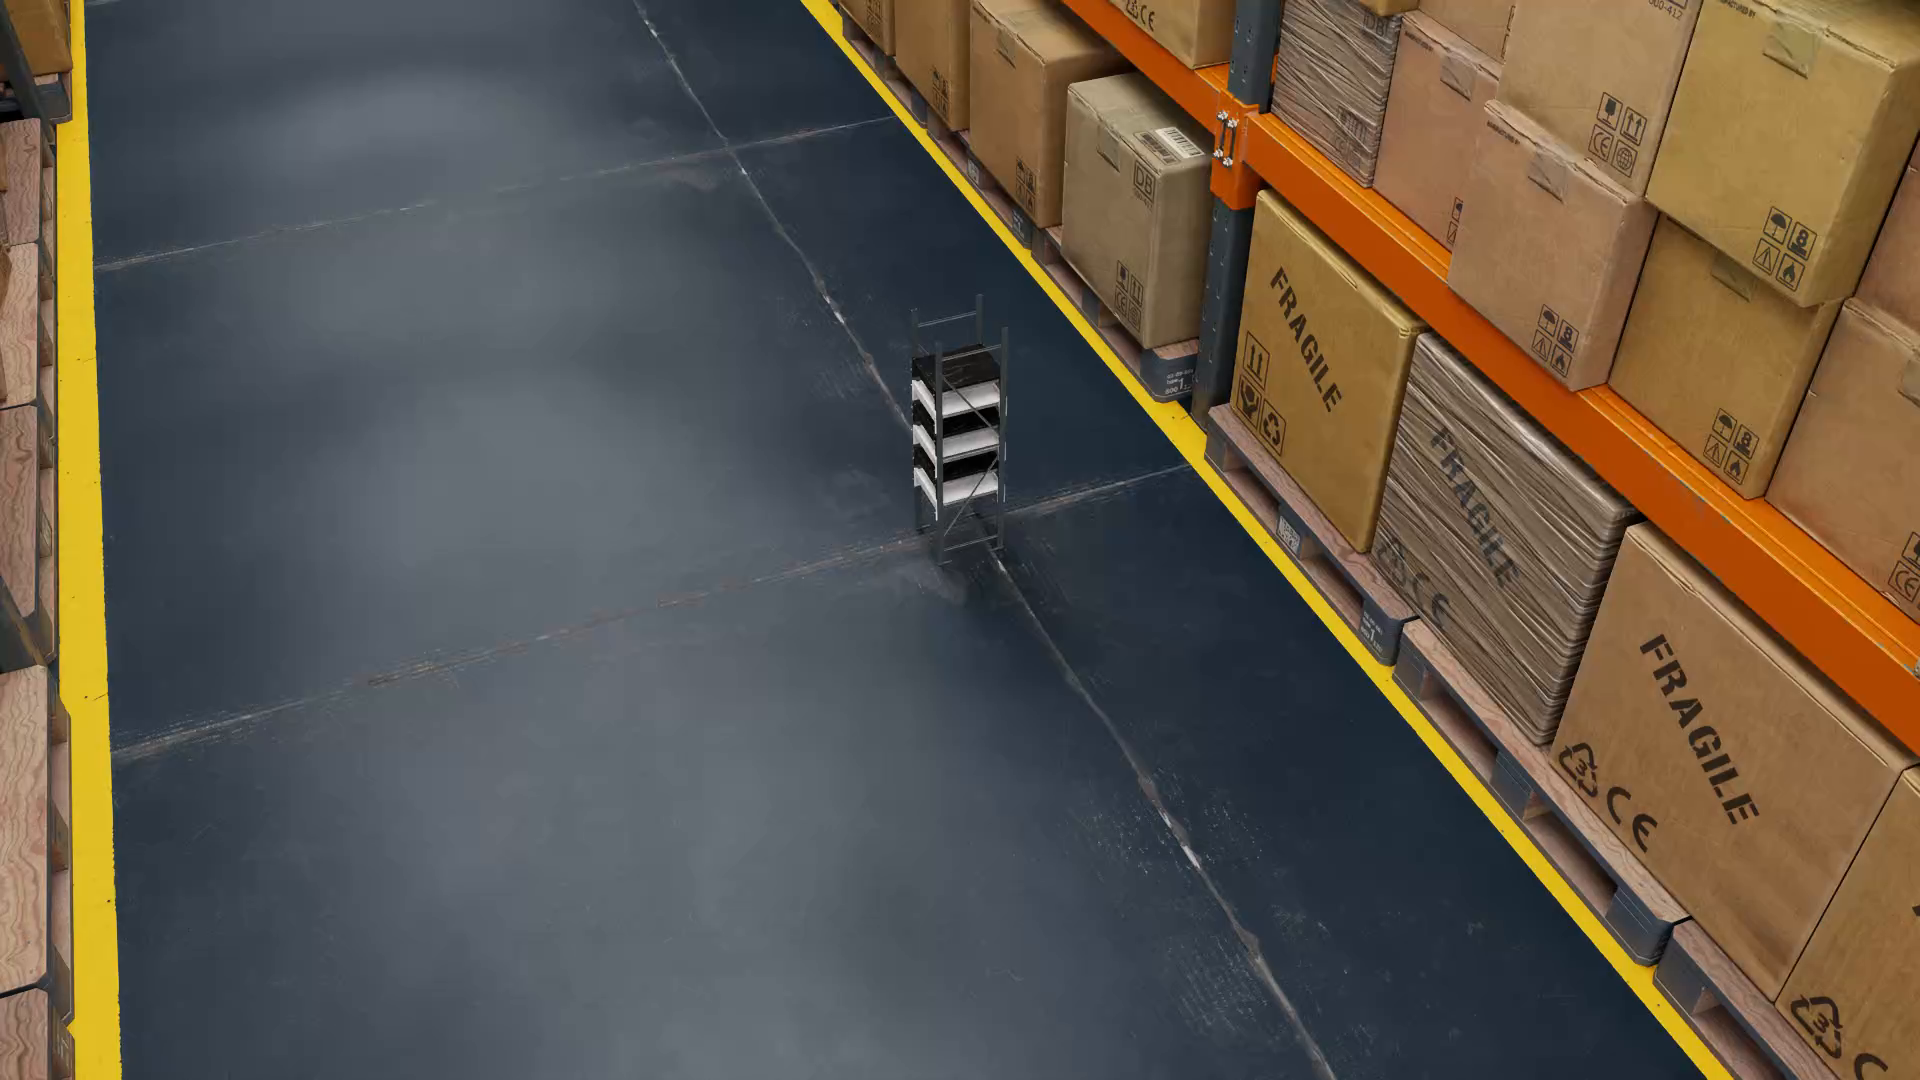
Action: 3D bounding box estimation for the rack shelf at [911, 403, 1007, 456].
[{"bbox_3d":[-0.003,-0.389,5.425,0.258,0.077,0.200,-15,43,-17],"label":"rack shelf"}]

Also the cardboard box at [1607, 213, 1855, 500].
[{"bbox_3d":[2.131,-0.555,3.980,0.875,0.550,0.500,-15,43,-17],"label":"cardboard box"}]

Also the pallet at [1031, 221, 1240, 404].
[{"bbox_3d":[0.989,-1.081,6.845,1.003,0.211,1.213,-15,43,-17],"label":"pallet"}]

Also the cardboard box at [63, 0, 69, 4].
[{"bbox_3d":[-5.376,-3.239,8.523,1.225,0.875,0.875,-15,43,-17],"label":"cardboard box"}]

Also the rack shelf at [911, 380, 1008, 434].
[{"bbox_3d":[-0.003,-0.457,5.367,0.258,0.077,0.200,-15,43,-17],"label":"rack shelf"}]

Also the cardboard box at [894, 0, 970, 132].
[{"bbox_3d":[0.311,-2.493,7.752,1.050,0.750,0.750,-14,43,-16],"label":"cardboard box"}]

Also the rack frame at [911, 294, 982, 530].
[{"bbox_3d":[-0.042,-0.407,5.534,0.240,0.900,0.006,-15,43,-17],"label":"rack frame"}]

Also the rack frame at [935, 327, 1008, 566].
[{"bbox_3d":[0.036,-0.285,5.391,0.240,0.900,0.006,-15,43,-17],"label":"rack frame"}]

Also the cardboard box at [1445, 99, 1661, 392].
[{"bbox_3d":[1.836,-0.850,4.322,0.875,0.550,0.550,-15,43,-17],"label":"cardboard box"}]

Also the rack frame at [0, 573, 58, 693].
[{"bbox_3d":[-3.267,-0.516,4.049,1.000,3.000,0.127,-15,43,-17],"label":"rack frame"}]

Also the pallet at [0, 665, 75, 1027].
[{"bbox_3d":[-2.977,0.937,4.498,1.003,0.211,1.213,-15,43,-17],"label":"pallet"}]

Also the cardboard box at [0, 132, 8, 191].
[{"bbox_3d":[-4.523,-1.746,7.059,0.700,0.500,0.500,-17,44,-19],"label":"cardboard box"}]

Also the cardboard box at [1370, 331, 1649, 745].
[{"bbox_3d":[1.879,-0.107,4.882,0.875,0.875,0.875,-15,43,-17],"label":"cardboard box"}]

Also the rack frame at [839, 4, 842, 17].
[{"bbox_3d":[-0.176,-4.102,8.219,1.000,3.000,0.127,-15,43,-17],"label":"rack frame"}]

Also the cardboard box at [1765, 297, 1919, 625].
[{"bbox_3d":[2.372,-0.246,3.621,0.875,0.550,0.550,-15,43,-17],"label":"cardboard box"}]

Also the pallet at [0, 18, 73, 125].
[{"bbox_3d":[-5.030,-2.362,8.335,1.003,0.211,1.213,-15,43,-17],"label":"pallet"}]

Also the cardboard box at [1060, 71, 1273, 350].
[{"bbox_3d":[1.034,-1.350,6.423,1.050,0.750,0.750,-15,43,-17],"label":"cardboard box"}]

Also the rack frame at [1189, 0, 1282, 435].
[{"bbox_3d":[1.354,-1.692,5.417,1.000,3.000,0.127,-15,43,-17],"label":"rack frame"}]

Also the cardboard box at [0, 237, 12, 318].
[{"bbox_3d":[-4.075,-1.075,6.279,0.700,0.500,0.500,-12,42,-13],"label":"cardboard box"}]

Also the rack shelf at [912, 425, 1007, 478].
[{"bbox_3d":[-0.003,-0.321,5.484,0.258,0.077,0.200,-15,43,-17],"label":"rack shelf"}]

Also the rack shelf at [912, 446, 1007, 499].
[{"bbox_3d":[-0.003,-0.253,5.543,0.258,0.077,0.200,-15,43,-17],"label":"rack shelf"}]

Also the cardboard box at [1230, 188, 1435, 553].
[{"bbox_3d":[1.530,-0.650,5.512,0.875,0.875,0.875,-14,43,-16],"label":"cardboard box"}]

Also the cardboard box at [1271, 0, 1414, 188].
[{"bbox_3d":[1.506,-1.530,5.113,0.875,0.550,0.550,-15,43,-17],"label":"cardboard box"}]

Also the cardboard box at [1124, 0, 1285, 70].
[{"bbox_3d":[0.908,-1.978,5.673,0.500,0.500,0.500,-15,43,-17],"label":"cardboard box"}]

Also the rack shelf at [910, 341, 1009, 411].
[{"bbox_3d":[-0.003,-0.526,5.308,0.258,0.077,0.200,-15,43,-17],"label":"rack shelf"}]

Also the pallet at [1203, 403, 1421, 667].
[{"bbox_3d":[1.573,-0.157,5.771,1.003,0.211,1.213,-15,43,-17],"label":"pallet"}]

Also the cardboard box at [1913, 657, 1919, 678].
[{"bbox_3d":[2.470,0.122,3.192,0.875,0.550,0.550,-15,43,-17],"label":"cardboard box"}]

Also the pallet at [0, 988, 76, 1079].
[{"bbox_3d":[-2.507,1.673,3.642,1.003,0.211,1.213,-15,43,-17],"label":"pallet"}]

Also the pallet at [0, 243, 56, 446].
[{"bbox_3d":[-4.037,-0.663,6.359,1.003,0.211,1.213,-15,43,-17],"label":"pallet"}]

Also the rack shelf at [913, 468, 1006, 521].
[{"bbox_3d":[-0.003,-0.184,5.601,0.258,0.077,0.200,-15,43,-17],"label":"rack shelf"}]

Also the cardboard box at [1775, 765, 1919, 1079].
[{"bbox_3d":[2.564,0.972,3.627,0.875,0.875,0.875,-15,43,-17],"label":"cardboard box"}]

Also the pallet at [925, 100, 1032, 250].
[{"bbox_3d":[0.519,-1.817,7.701,1.003,0.211,1.213,-15,43,-17],"label":"pallet"}]

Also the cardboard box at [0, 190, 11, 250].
[{"bbox_3d":[-4.299,-1.415,6.674,0.700,0.500,0.500,-19,44,-20],"label":"cardboard box"}]

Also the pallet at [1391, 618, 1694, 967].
[{"bbox_3d":[2.044,0.579,4.915,1.003,0.211,1.213,-15,43,-17],"label":"pallet"}]

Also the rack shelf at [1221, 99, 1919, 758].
[{"bbox_3d":[2.119,-0.215,4.251,1.077,0.370,4.000,-15,43,-17],"label":"rack shelf"}]

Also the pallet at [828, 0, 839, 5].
[{"bbox_3d":[-0.474,-3.516,9.676,1.003,0.211,1.213,-15,43,-17],"label":"pallet"}]

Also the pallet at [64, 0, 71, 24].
[{"bbox_3d":[-5.492,-3.096,9.188,1.003,0.211,1.213,-15,43,-17],"label":"pallet"}]

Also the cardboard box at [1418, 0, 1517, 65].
[{"bbox_3d":[1.781,-1.625,4.396,0.875,0.550,0.550,-15,43,-17],"label":"cardboard box"}]

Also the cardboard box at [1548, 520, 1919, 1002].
[{"bbox_3d":[2.226,0.442,4.243,0.875,0.875,0.875,-16,43,-18],"label":"cardboard box"}]

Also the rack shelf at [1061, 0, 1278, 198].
[{"bbox_3d":[0.589,-2.624,7.053,1.077,0.370,4.000,-15,43,-17],"label":"rack shelf"}]

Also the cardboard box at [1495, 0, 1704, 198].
[{"bbox_3d":[1.861,-1.266,3.978,0.875,0.550,0.550,-15,43,-17],"label":"cardboard box"}]

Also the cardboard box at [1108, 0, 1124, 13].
[{"bbox_3d":[0.714,-2.282,6.027,0.500,0.500,0.500,-16,43,-17],"label":"cardboard box"}]

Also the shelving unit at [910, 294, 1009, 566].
[{"bbox_3d":[-0.003,-0.346,5.462,0.258,0.900,0.210,-15,43,-17],"label":"shelving unit"}]

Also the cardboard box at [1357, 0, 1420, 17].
[{"bbox_3d":[1.464,-1.928,4.748,0.875,0.550,0.550,-15,43,-17],"label":"cardboard box"}]

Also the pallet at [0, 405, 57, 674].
[{"bbox_3d":[-3.566,0.073,5.503,1.003,0.211,1.213,-15,43,-17],"label":"pallet"}]

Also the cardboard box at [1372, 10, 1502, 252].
[{"bbox_3d":[1.738,-1.204,4.735,0.875,0.550,0.550,-15,43,-17],"label":"cardboard box"}]

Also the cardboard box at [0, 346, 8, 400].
[{"bbox_3d":[-3.862,-0.739,5.888,0.700,0.500,0.500,-19,44,-20],"label":"cardboard box"}]

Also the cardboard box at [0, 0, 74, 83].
[{"bbox_3d":[-5.042,-2.700,7.897,1.225,0.875,0.875,-17,44,-19],"label":"cardboard box"}]

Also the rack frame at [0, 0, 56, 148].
[{"bbox_3d":[-4.797,-2.925,6.851,1.000,3.000,0.127,-15,43,-17],"label":"rack frame"}]

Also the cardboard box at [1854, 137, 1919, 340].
[{"bbox_3d":[2.394,-0.662,3.276,0.875,0.550,0.550,-15,43,-17],"label":"cardboard box"}]

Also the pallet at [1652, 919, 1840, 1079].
[{"bbox_3d":[2.506,1.313,4.062,1.003,0.211,1.213,-15,43,-17],"label":"pallet"}]

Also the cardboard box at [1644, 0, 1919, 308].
[{"bbox_3d":[2.071,-0.949,3.609,0.875,0.550,0.500,-15,43,-17],"label":"cardboard box"}]

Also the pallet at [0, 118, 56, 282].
[{"bbox_3d":[-4.500,-1.397,7.213,1.003,0.211,1.213,-15,43,-17],"label":"pallet"}]

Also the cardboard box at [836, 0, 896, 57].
[{"bbox_3d":[-0.026,-3.019,8.363,1.050,0.750,0.750,-16,43,-17],"label":"cardboard box"}]

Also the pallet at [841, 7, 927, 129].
[{"bbox_3d":[0.056,-2.551,8.554,1.003,0.211,1.213,-15,43,-17],"label":"pallet"}]

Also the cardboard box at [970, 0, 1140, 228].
[{"bbox_3d":[0.668,-1.932,7.099,1.050,0.750,0.750,-15,43,-17],"label":"cardboard box"}]
